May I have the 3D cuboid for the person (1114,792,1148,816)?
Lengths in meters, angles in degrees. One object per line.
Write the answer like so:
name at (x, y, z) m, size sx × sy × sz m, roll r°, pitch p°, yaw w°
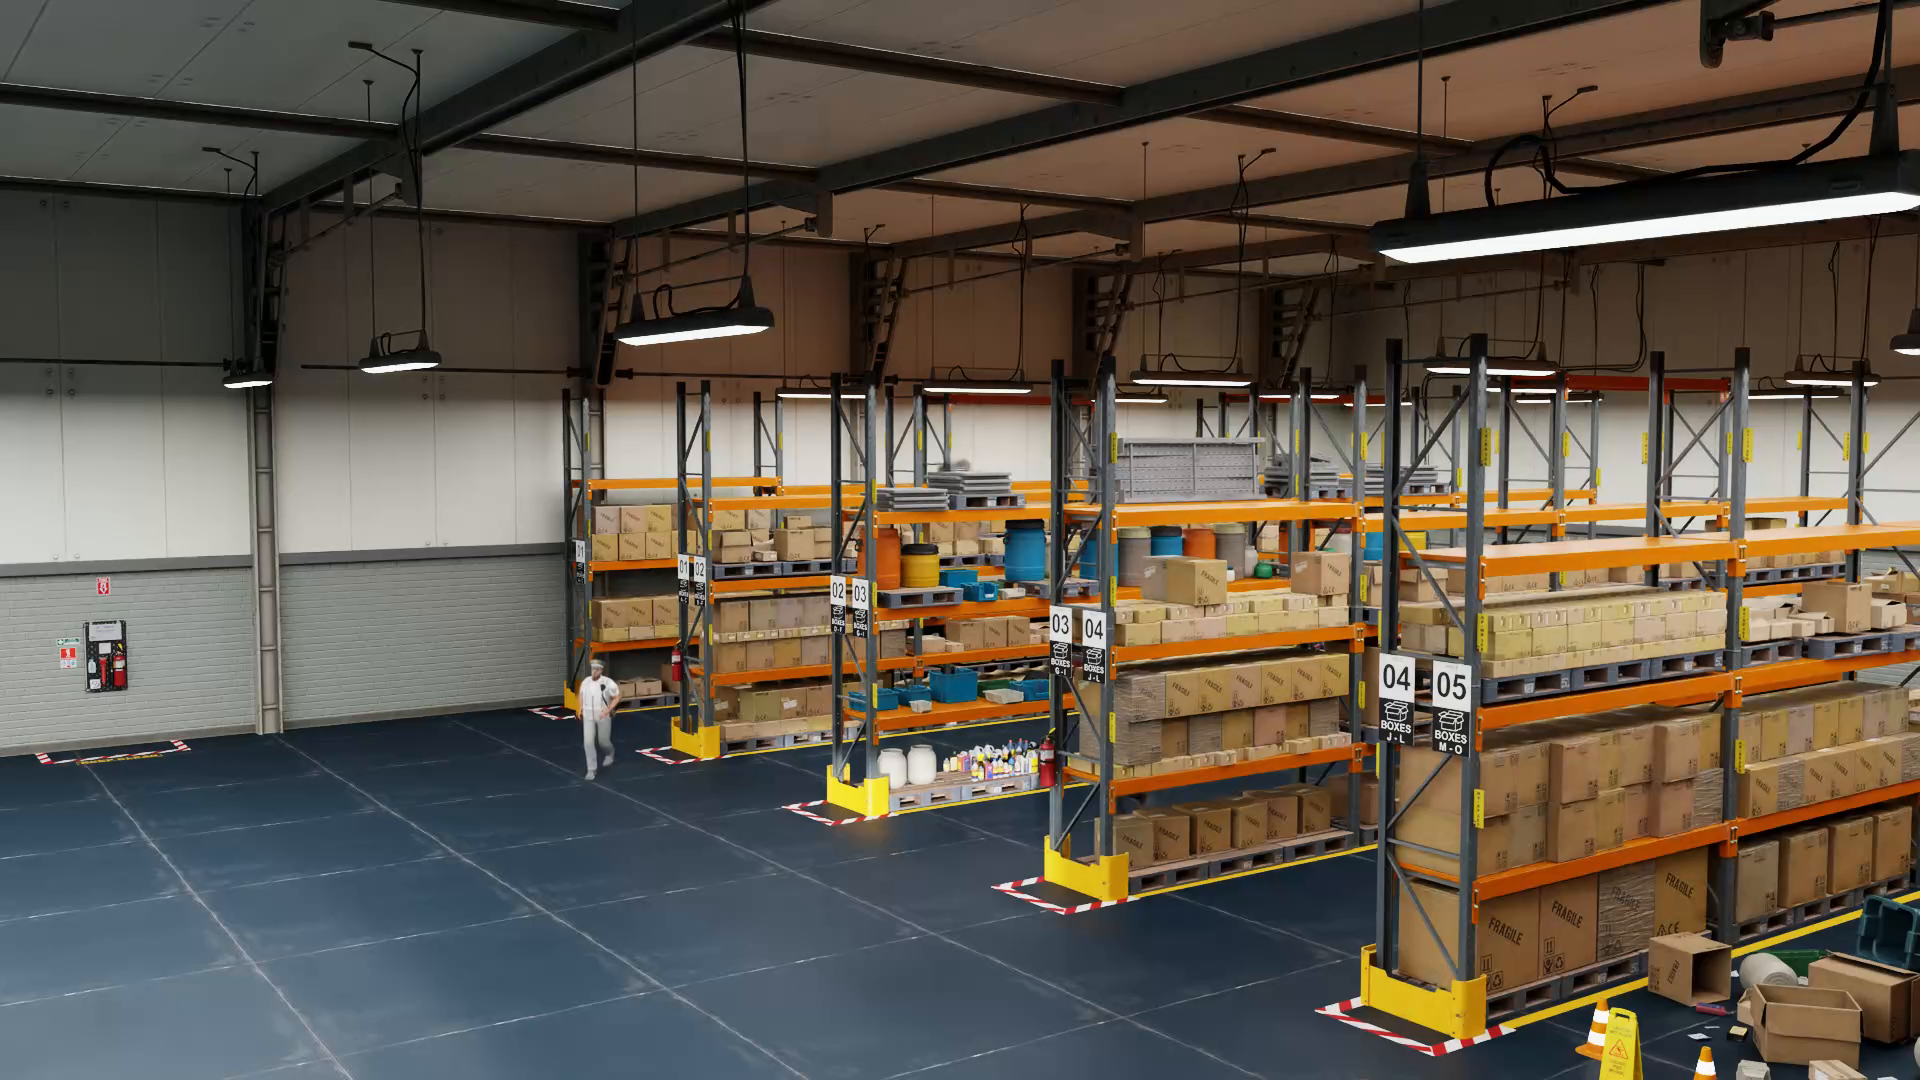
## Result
person at (2.218, 2.935, 22.212) m, size 0.612 × 1.604 × 0.576 m, roll -3°, pitch 5°, yaw -42°

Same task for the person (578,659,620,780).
person at (-5.474, 2.680, 25.147) m, size 0.683 × 1.786 × 0.817 m, roll 0°, pitch 4°, yaw 4°
